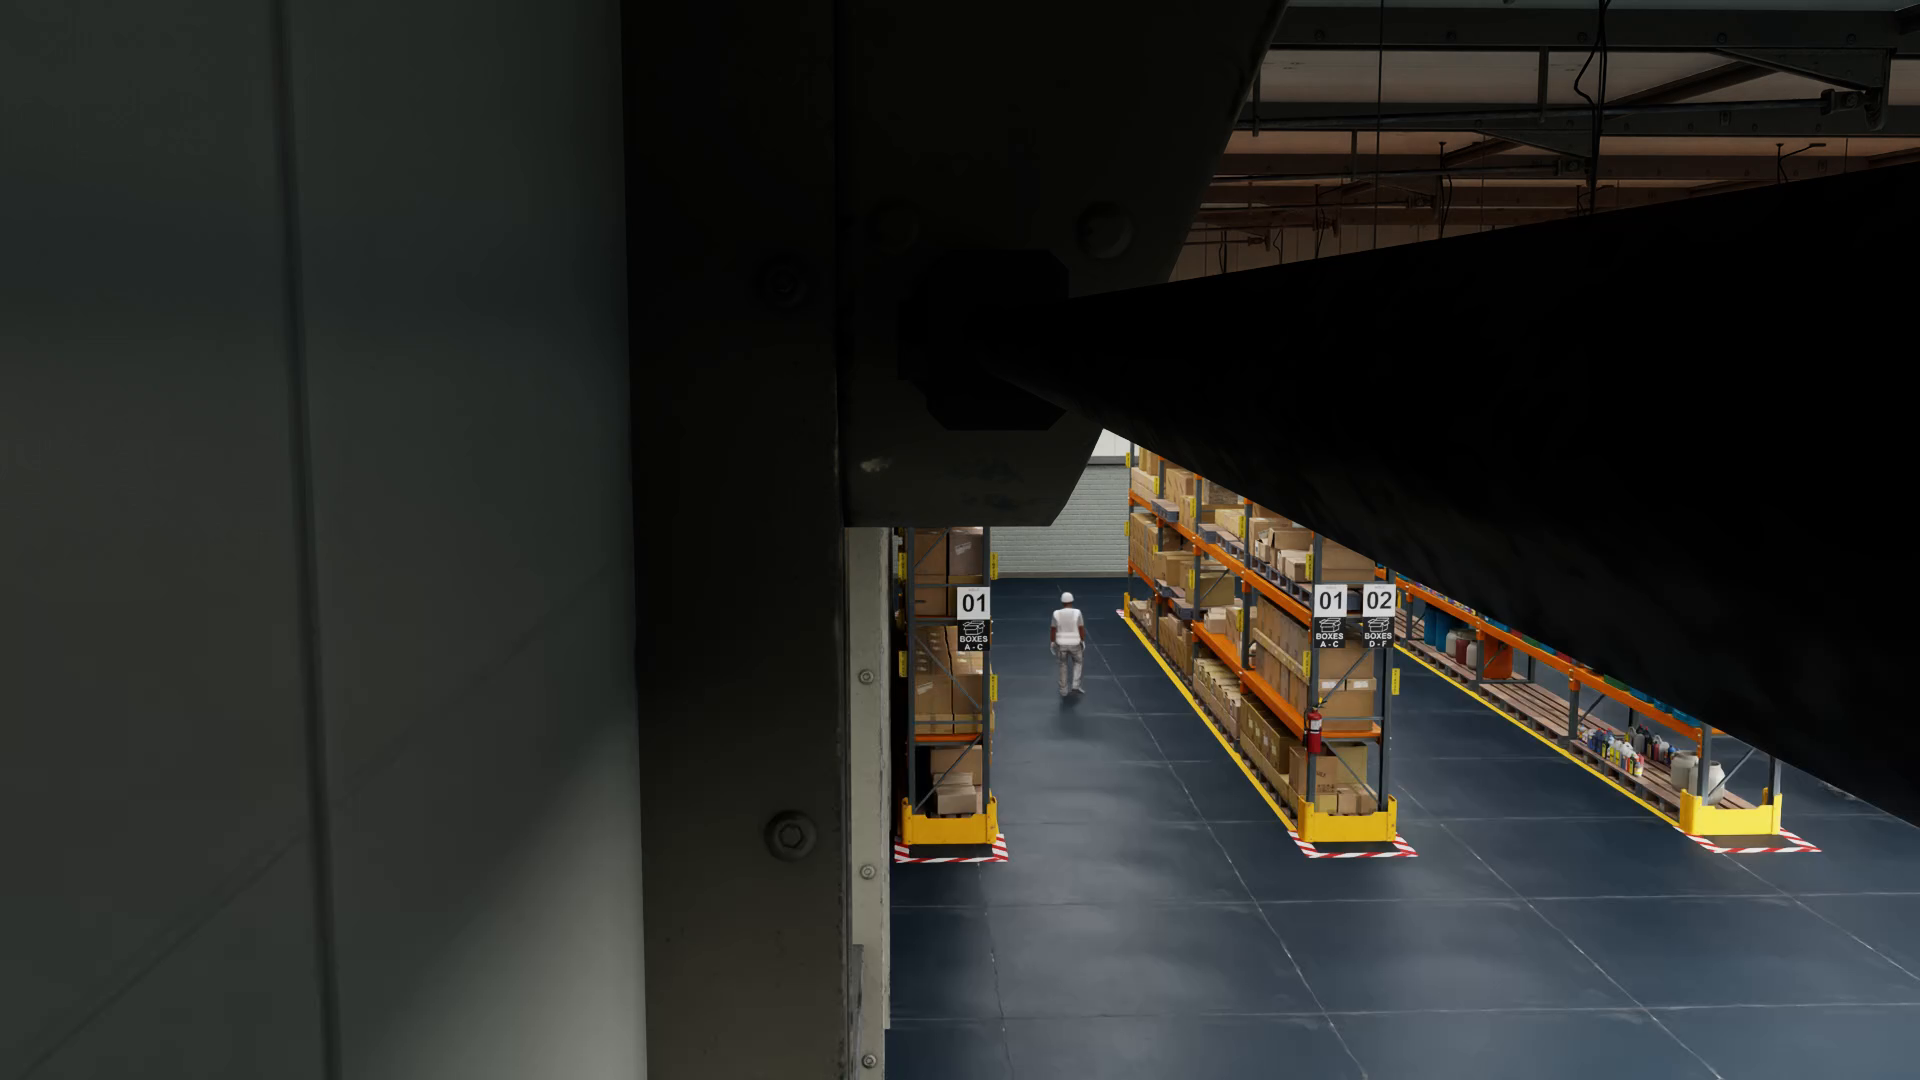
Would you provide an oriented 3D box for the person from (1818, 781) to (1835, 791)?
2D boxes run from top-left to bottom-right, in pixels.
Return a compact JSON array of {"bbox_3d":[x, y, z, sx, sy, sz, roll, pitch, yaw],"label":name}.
[{"bbox_3d":[11.974,2.555,22.680,0.573,1.787,0.553,0,7,2],"label":"person"}]

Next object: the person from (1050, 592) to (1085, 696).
[{"bbox_3d":[1.846,1.798,28.513,0.600,1.786,0.545,1,7,7],"label":"person"}]
